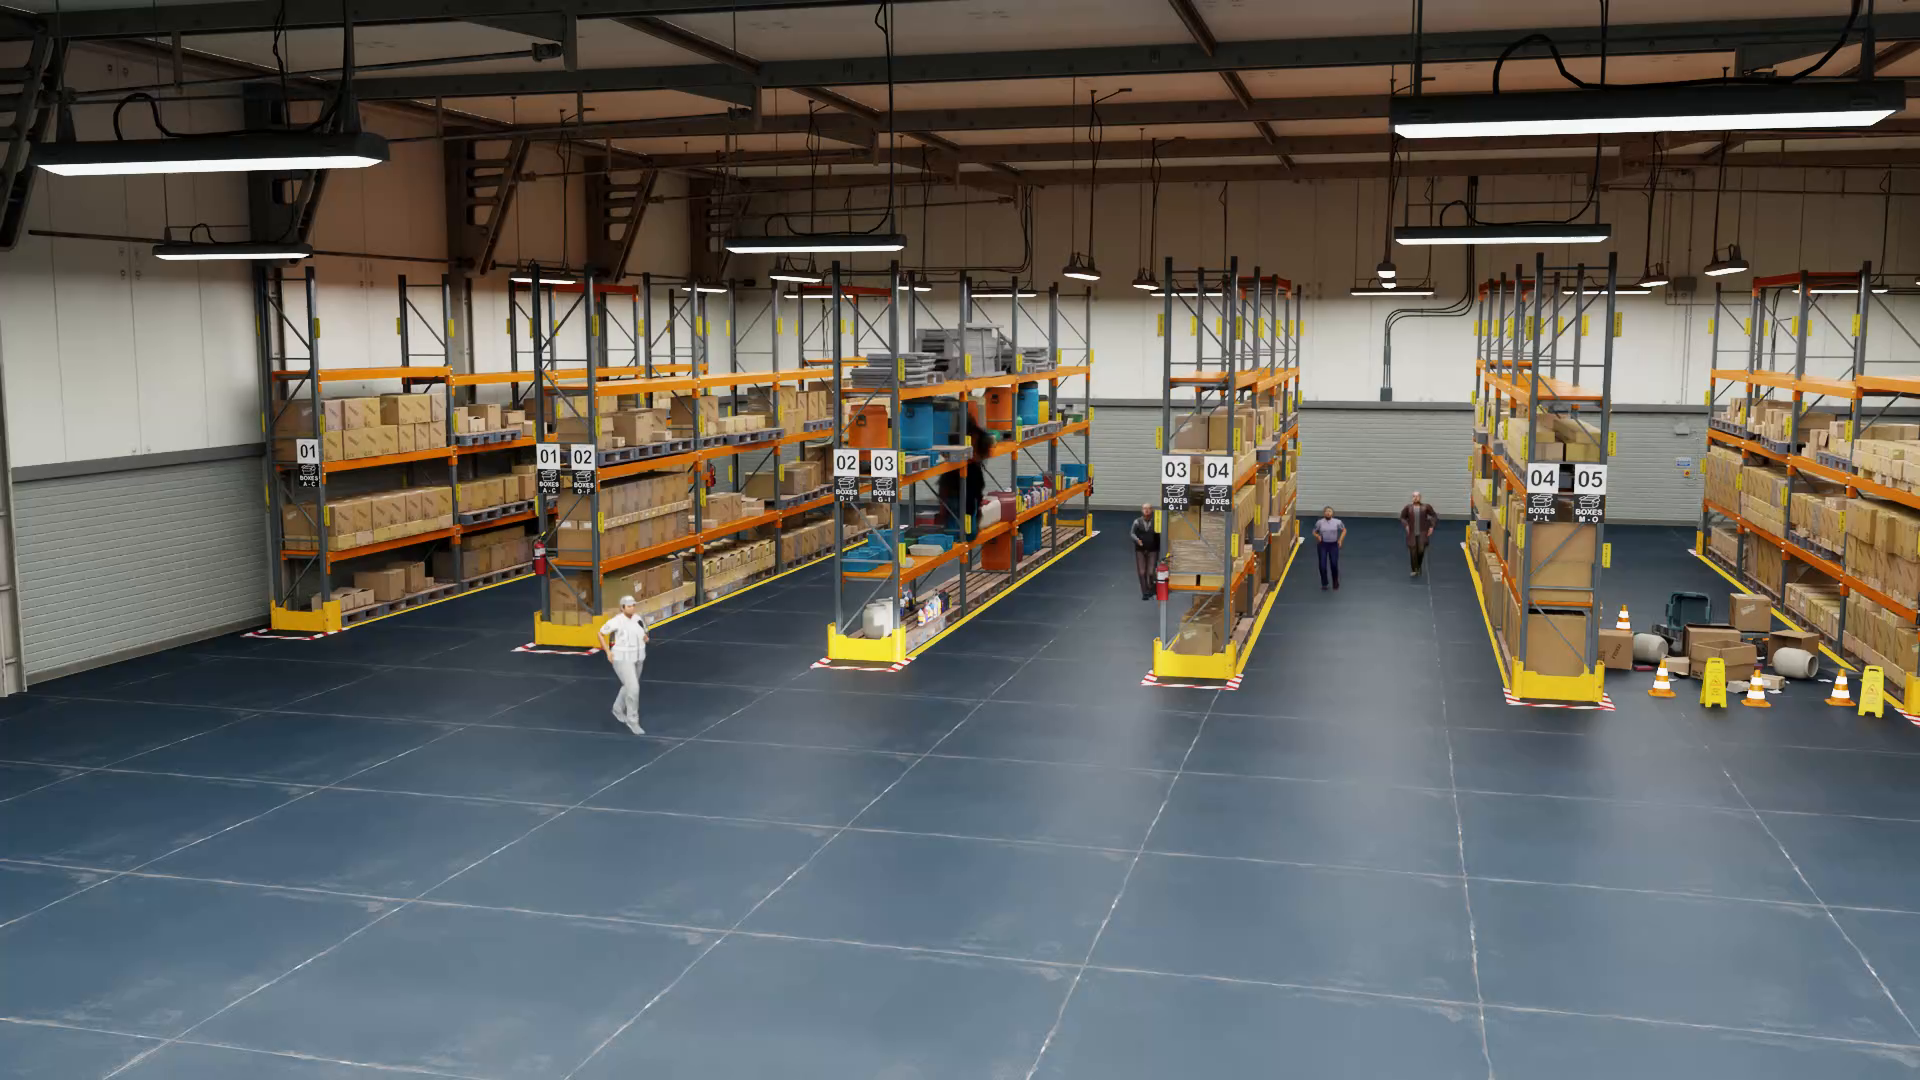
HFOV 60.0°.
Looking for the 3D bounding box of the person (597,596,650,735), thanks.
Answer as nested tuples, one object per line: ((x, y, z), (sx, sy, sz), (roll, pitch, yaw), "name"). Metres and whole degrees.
((-4.165, 1.549, 20.822), (0.767, 1.728, 0.580), (5, 9, 35), "person")

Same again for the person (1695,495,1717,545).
((17.204, -0.642, 38.151), (0.642, 1.625, 0.663), (5, 9, 36), "person")

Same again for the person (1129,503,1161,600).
((3.257, 0.217, 28.900), (0.653, 1.697, 0.553), (1, 7, 11), "person")

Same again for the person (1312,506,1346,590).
((7.046, 0.164, 31.829), (0.632, 1.613, 0.583), (2, 8, 16), "person")

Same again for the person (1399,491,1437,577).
((9.215, -0.105, 33.536), (0.722, 1.727, 0.607), (3, 8, 20), "person")
